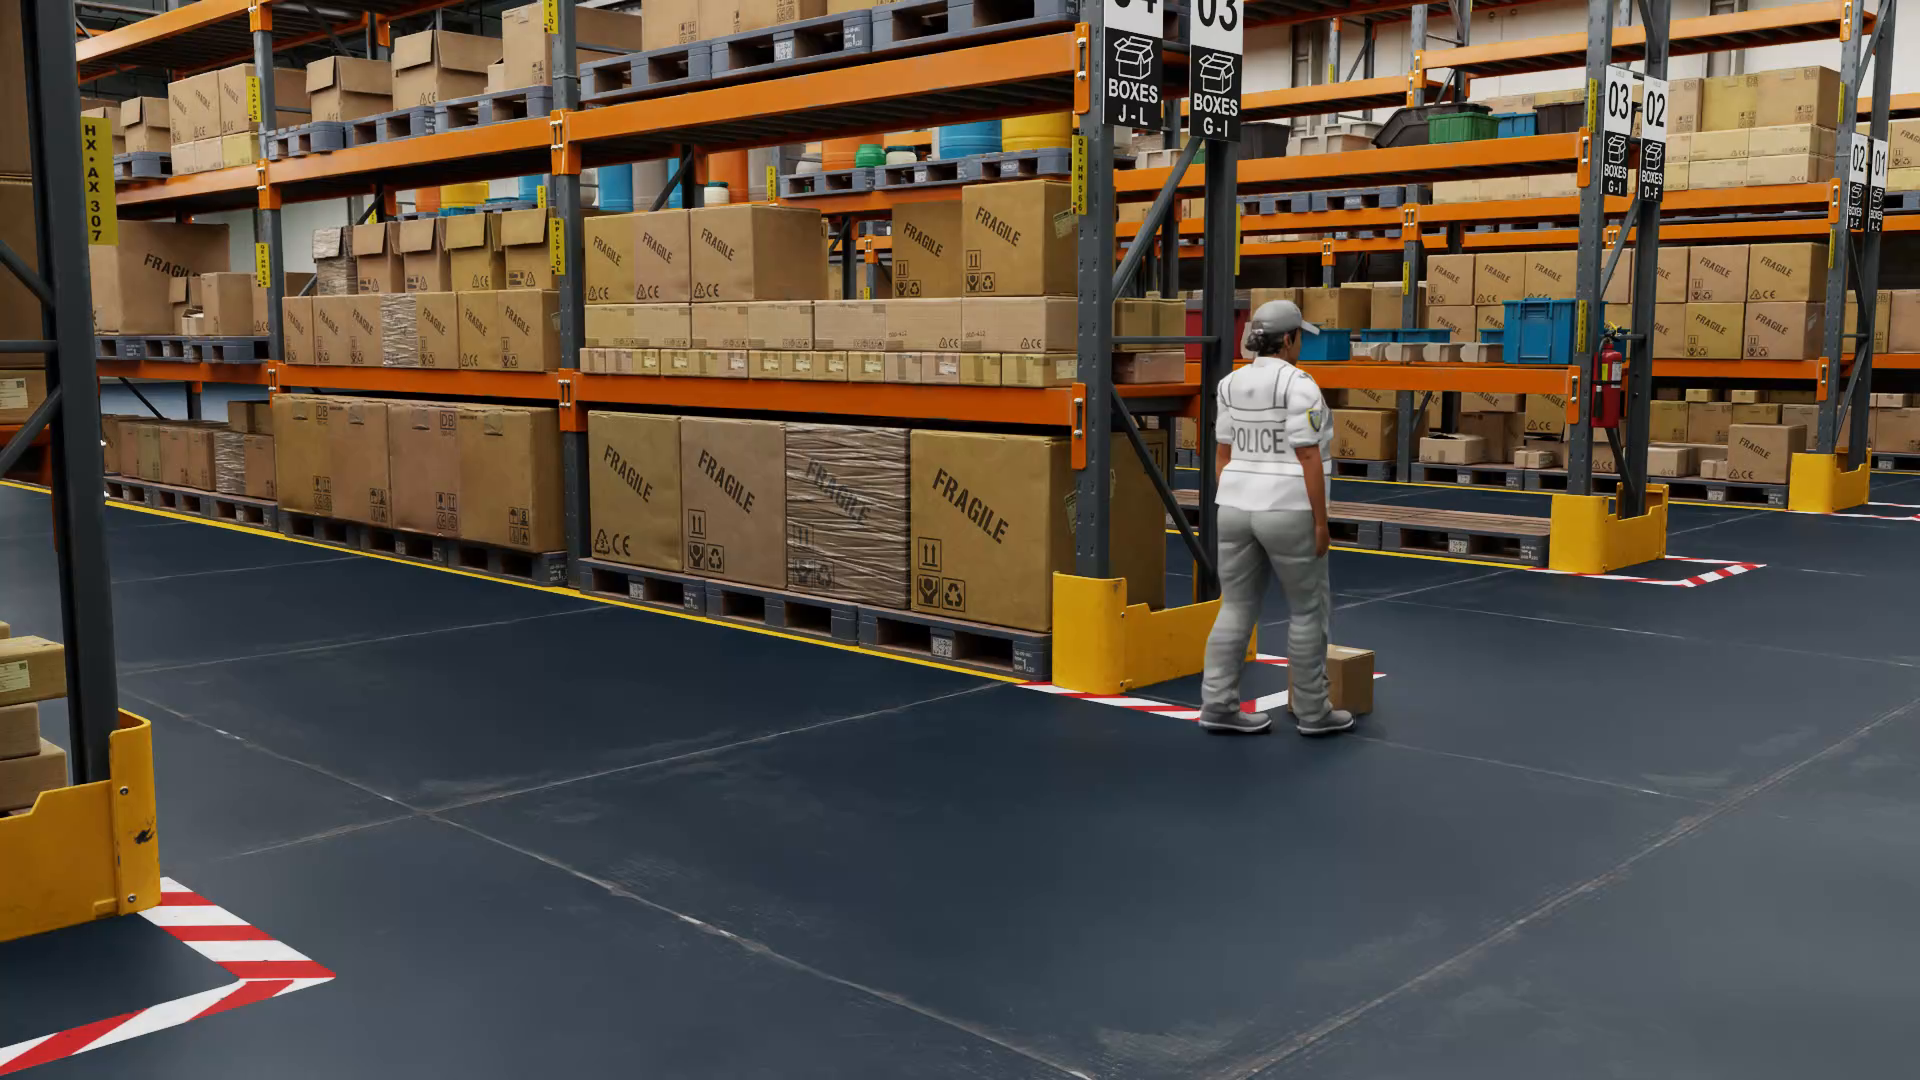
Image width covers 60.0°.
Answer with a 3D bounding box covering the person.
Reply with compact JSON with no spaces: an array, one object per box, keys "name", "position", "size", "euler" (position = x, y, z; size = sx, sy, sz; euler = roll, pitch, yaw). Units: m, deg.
[{"name":"person","position":[1.244,-0.083,6.391],"size":[0.556,1.665,0.483],"euler":[-6,9,-40]}]
